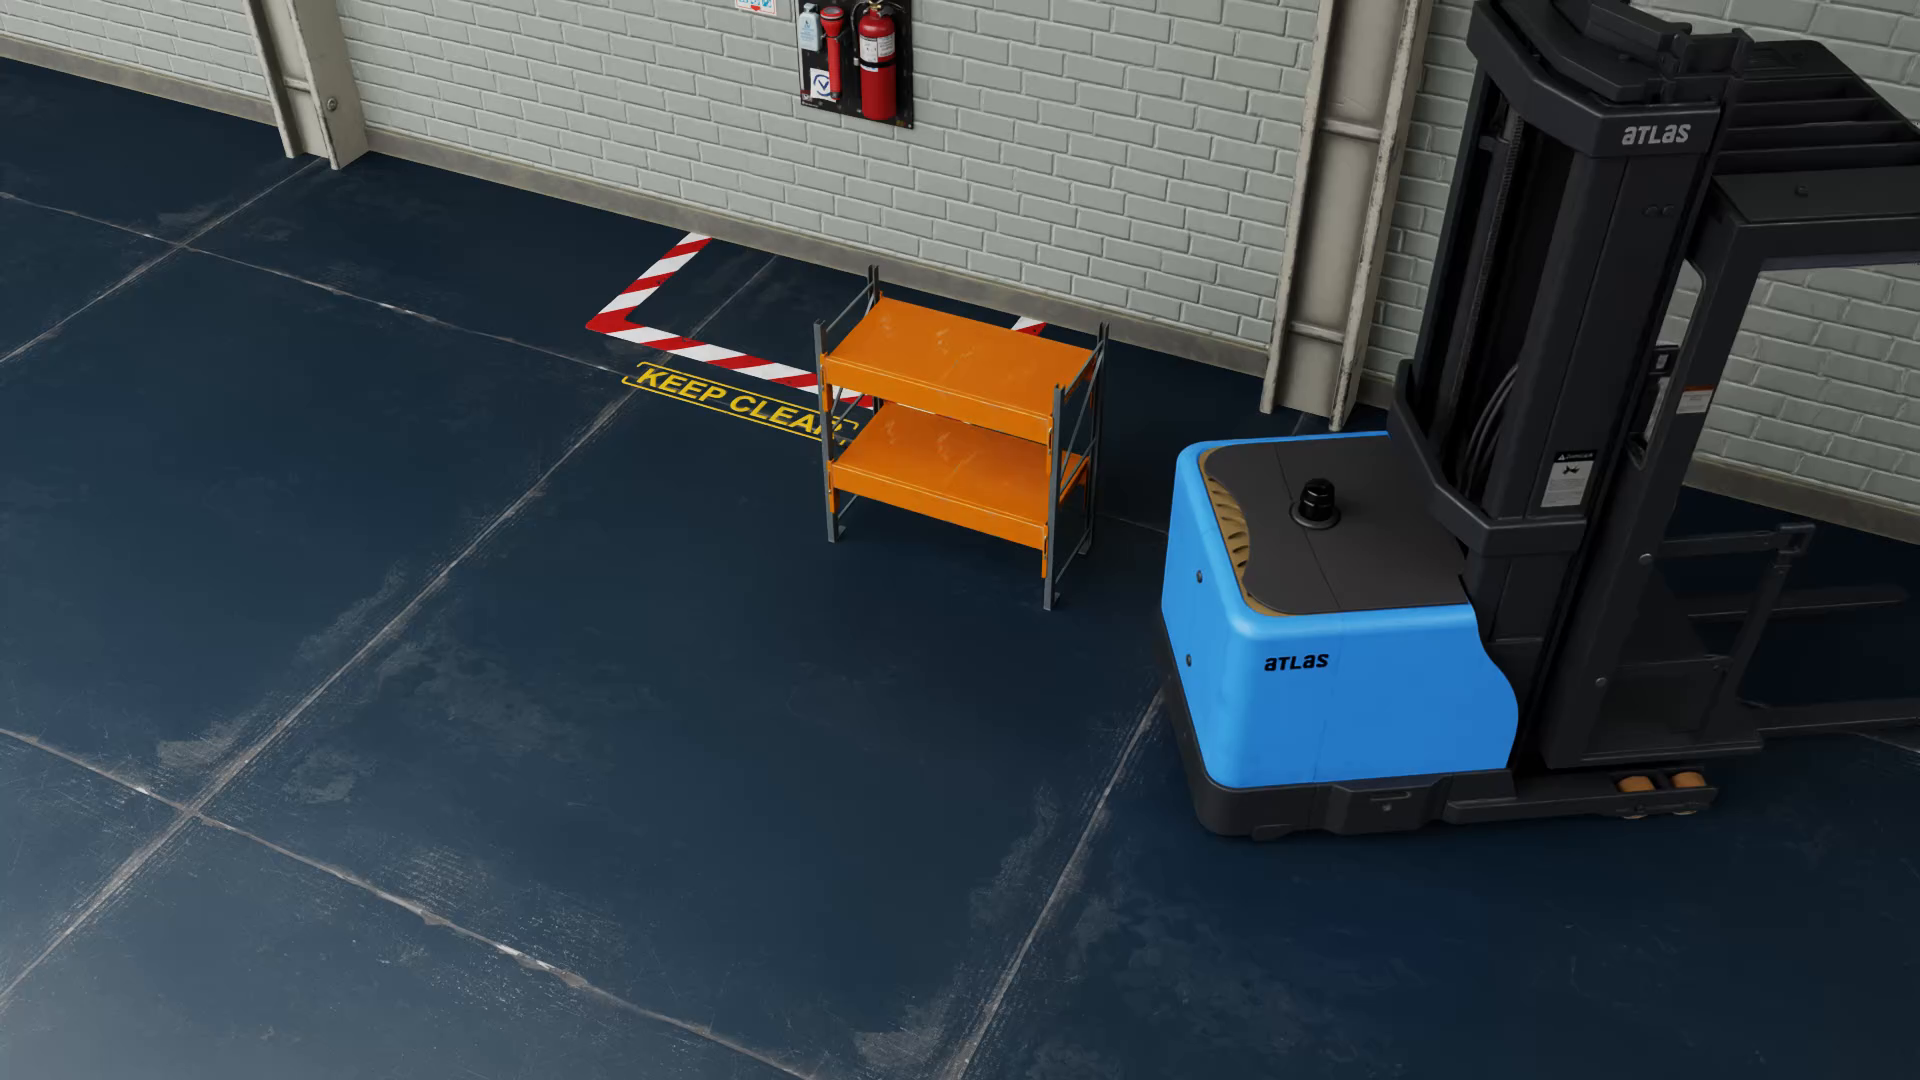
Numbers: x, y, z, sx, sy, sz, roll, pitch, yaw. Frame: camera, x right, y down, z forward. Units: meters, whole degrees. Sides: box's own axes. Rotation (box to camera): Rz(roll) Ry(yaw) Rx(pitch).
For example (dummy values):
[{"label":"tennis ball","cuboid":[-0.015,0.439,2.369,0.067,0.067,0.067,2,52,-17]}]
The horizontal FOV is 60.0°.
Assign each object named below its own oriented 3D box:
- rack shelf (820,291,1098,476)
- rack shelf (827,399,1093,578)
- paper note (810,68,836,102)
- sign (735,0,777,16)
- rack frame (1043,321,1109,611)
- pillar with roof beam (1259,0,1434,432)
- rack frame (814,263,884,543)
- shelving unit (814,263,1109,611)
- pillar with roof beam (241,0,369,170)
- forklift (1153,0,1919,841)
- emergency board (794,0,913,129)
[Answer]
[{"label":"rack shelf","cuboid":[0.006,-0.644,6.688,1.000,0.278,0.538,17,44,19]},{"label":"rack shelf","cuboid":[0.006,-0.238,7.040,1.000,0.278,0.538,17,44,19]},{"label":"paper note","cuboid":[-0.678,-2.251,8.230,0.142,0.148,0.016,17,44,19]},{"label":"sign","cuboid":[-1.004,-2.722,8.073,0.234,0.329,0.001,17,44,19]},{"label":"rack frame","cuboid":[0.467,-0.282,6.717,0.032,1.125,0.500,17,44,19]},{"label":"pillar with roof beam","cuboid":[-0.143,-1.499,2.109,0.400,9.000,9.100,17,44,19]},{"label":"rack frame","cuboid":[-0.455,-0.564,7.042,0.032,1.125,0.500,17,44,19]},{"label":"shelving unit","cuboid":[0.006,-0.423,6.879,1.048,1.125,0.538,17,44,19]},{"label":"pillar with roof beam","cuboid":[-5.581,-3.160,4.026,0.400,9.000,9.100,17,44,19]},{"label":"forklift","cuboid":[2.319,-0.432,5.511,3.031,2.935,1.130,-4,41,-4]},{"label":"emergency board","cuboid":[-0.547,-2.494,7.837,0.643,1.169,0.194,17,44,19]}]
